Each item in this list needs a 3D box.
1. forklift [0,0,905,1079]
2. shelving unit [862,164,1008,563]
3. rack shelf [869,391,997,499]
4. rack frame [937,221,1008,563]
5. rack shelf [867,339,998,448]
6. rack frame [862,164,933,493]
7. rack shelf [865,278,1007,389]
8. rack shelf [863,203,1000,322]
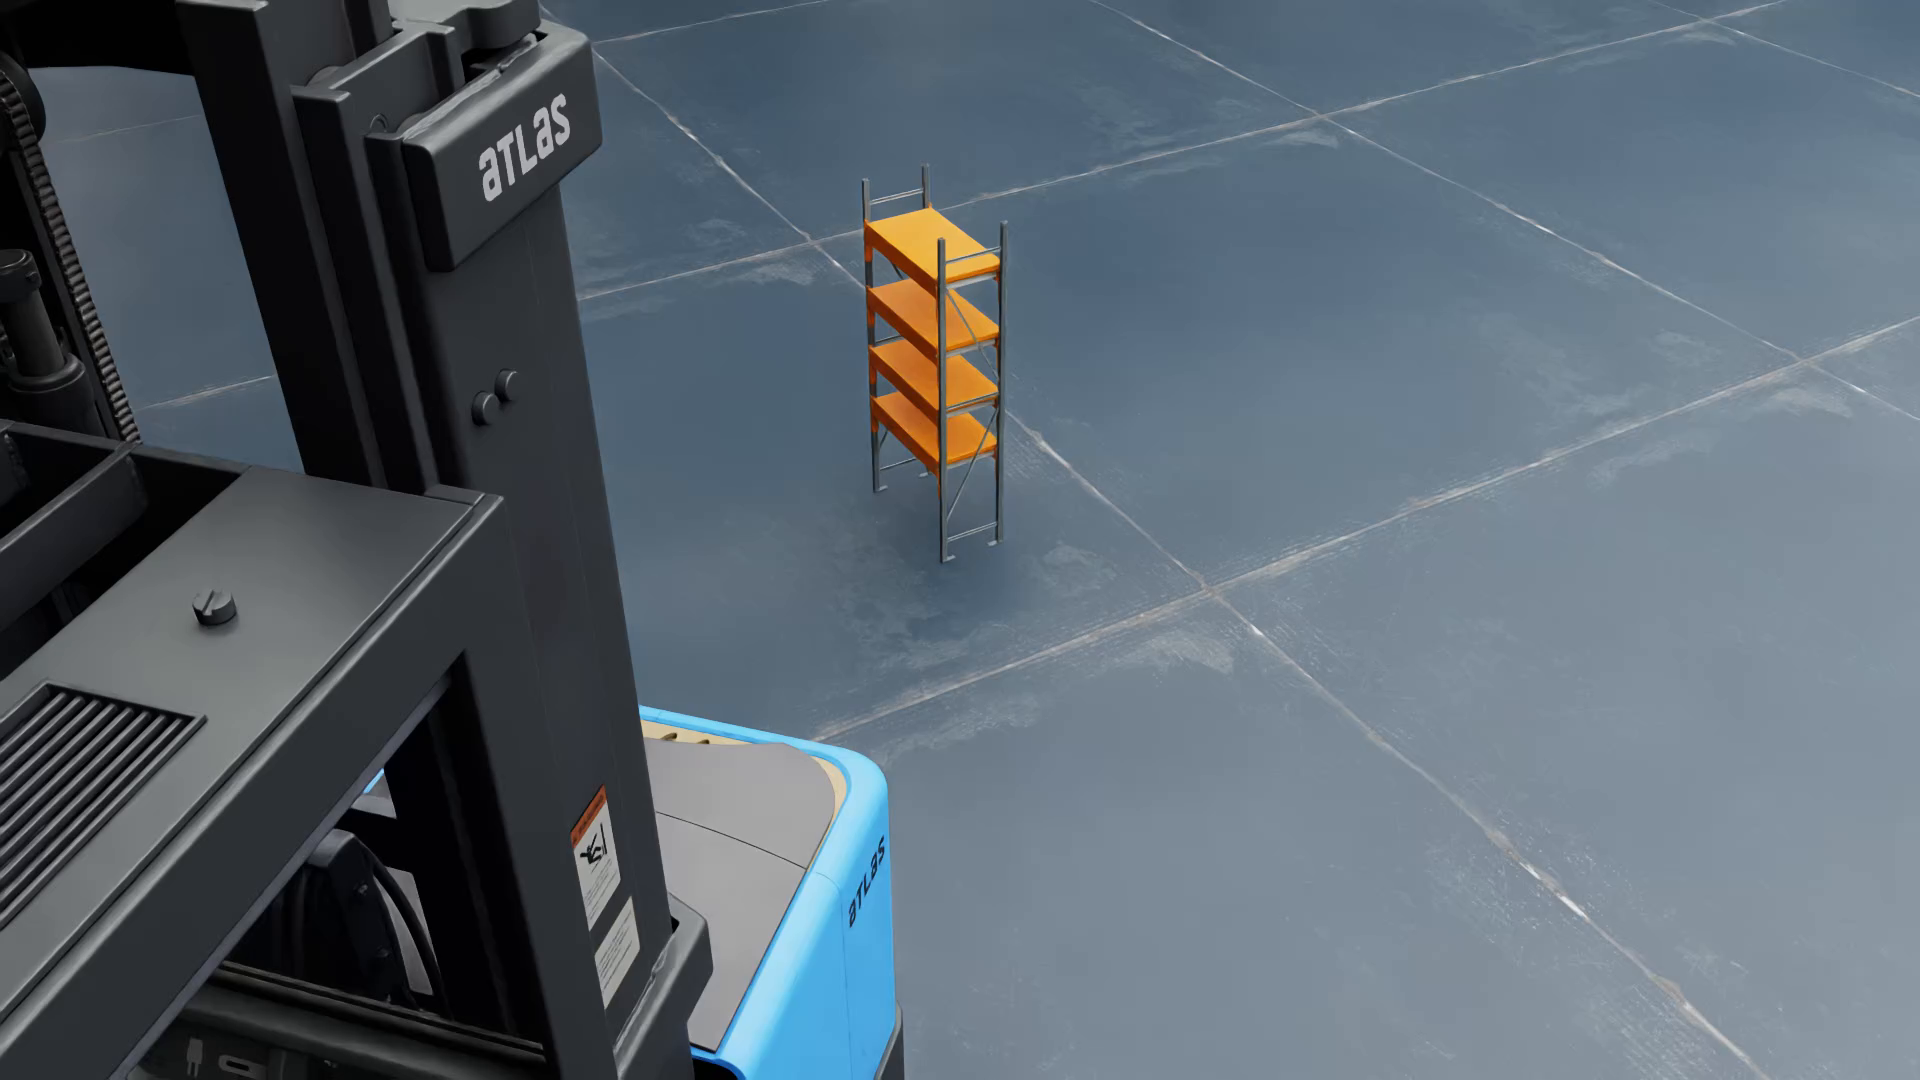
[{"bbox_3d":[-1.041,0.868,2.077,1.130,2.935,3.031,10,37,13],"label":"forklift"},{"bbox_3d":[-0.083,-0.569,5.512,0.258,1.200,0.503,-19,40,-24],"label":"shelving unit"},{"bbox_3d":[-0.083,-0.354,5.668,0.258,0.148,0.480,-19,40,-24],"label":"rack shelf"},{"bbox_3d":[0.039,-0.445,5.341,0.240,1.200,0.015,-19,40,-24],"label":"rack frame"},{"bbox_3d":[-0.083,-0.515,5.551,0.258,0.148,0.480,-19,40,-24],"label":"rack shelf"},{"bbox_3d":[-0.206,-0.693,5.682,0.240,1.200,0.015,-19,40,-24],"label":"rack frame"},{"bbox_3d":[-0.083,-0.695,5.419,0.258,0.148,0.480,-19,40,-24],"label":"rack shelf"},{"bbox_3d":[-0.083,-0.886,5.280,0.258,0.148,0.480,-19,40,-24],"label":"rack shelf"}]
